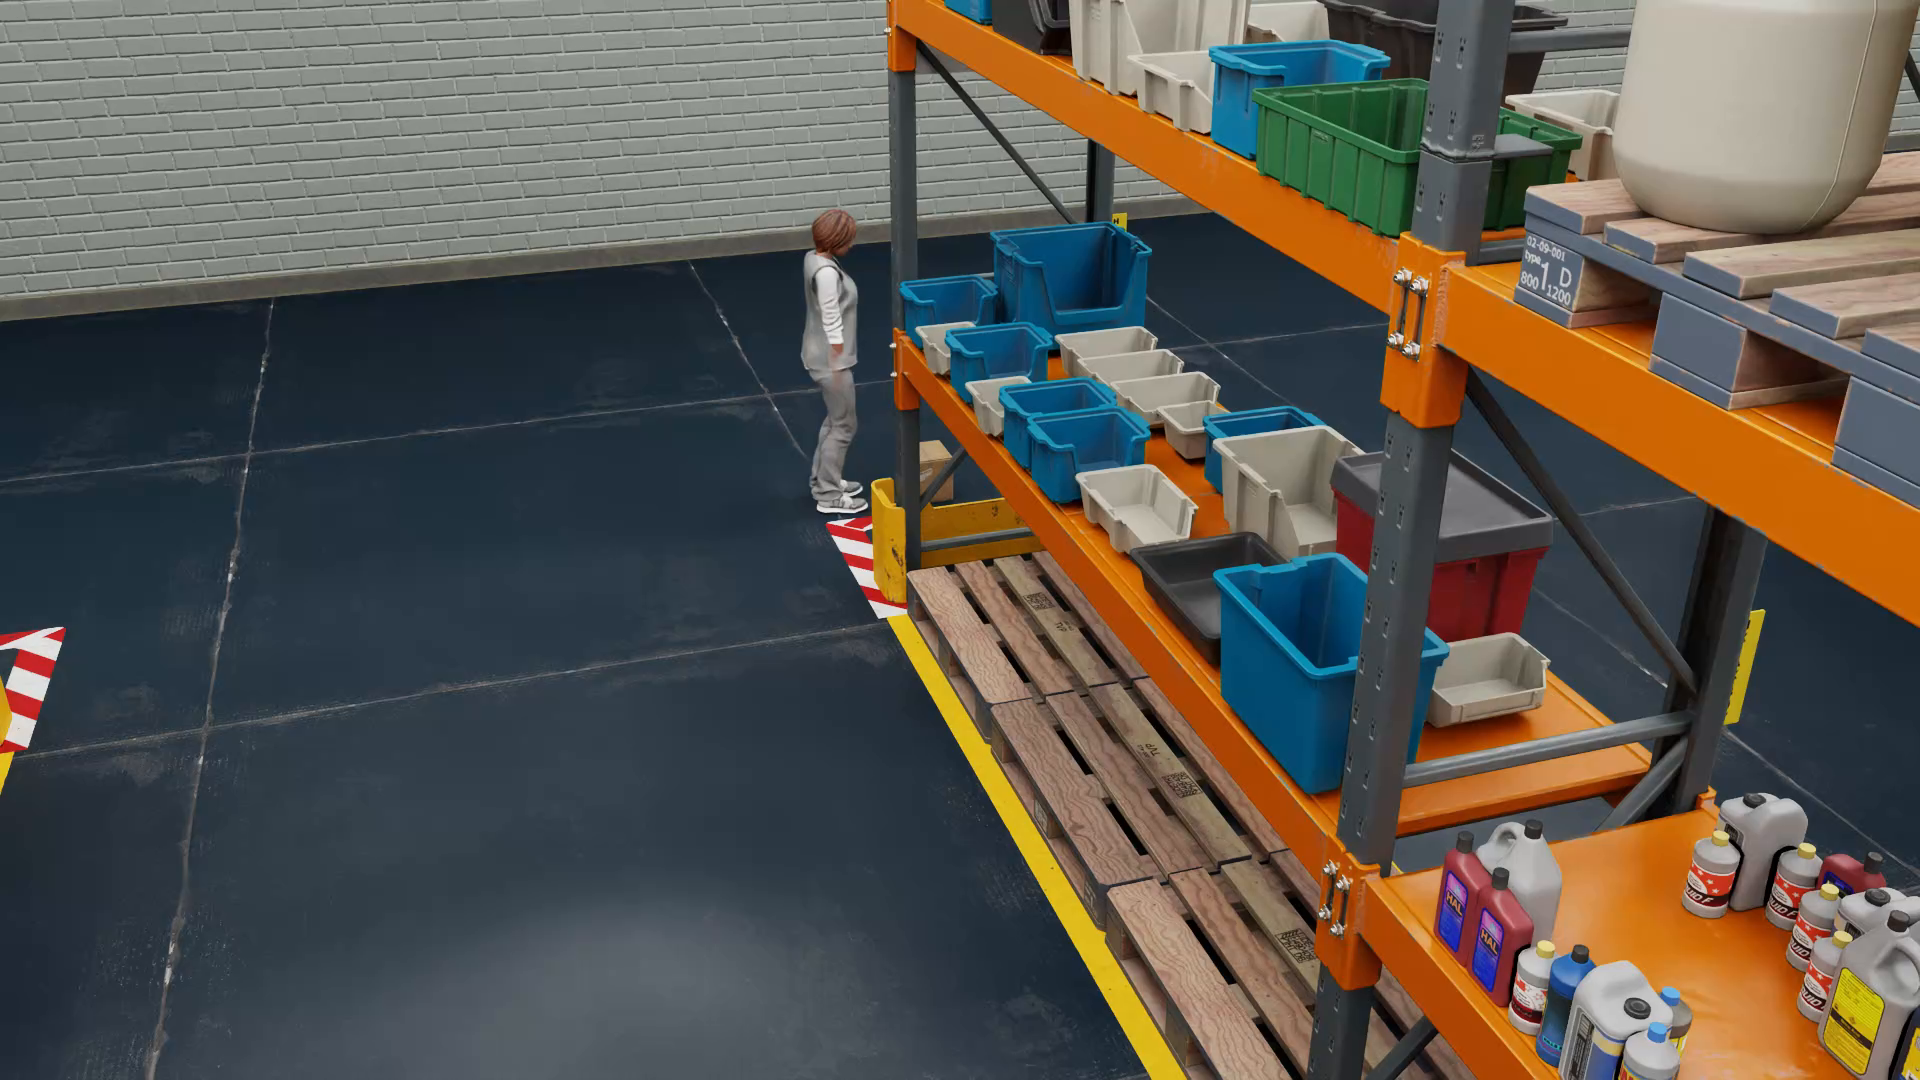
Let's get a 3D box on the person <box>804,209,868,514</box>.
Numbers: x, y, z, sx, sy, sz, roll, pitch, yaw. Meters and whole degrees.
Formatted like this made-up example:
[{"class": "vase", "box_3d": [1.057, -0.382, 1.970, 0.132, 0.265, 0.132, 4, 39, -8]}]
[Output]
[{"class": "person", "box_3d": [-0.656, -0.919, 8.557, 0.298, 1.590, 0.410, -5, 27, -9]}]
